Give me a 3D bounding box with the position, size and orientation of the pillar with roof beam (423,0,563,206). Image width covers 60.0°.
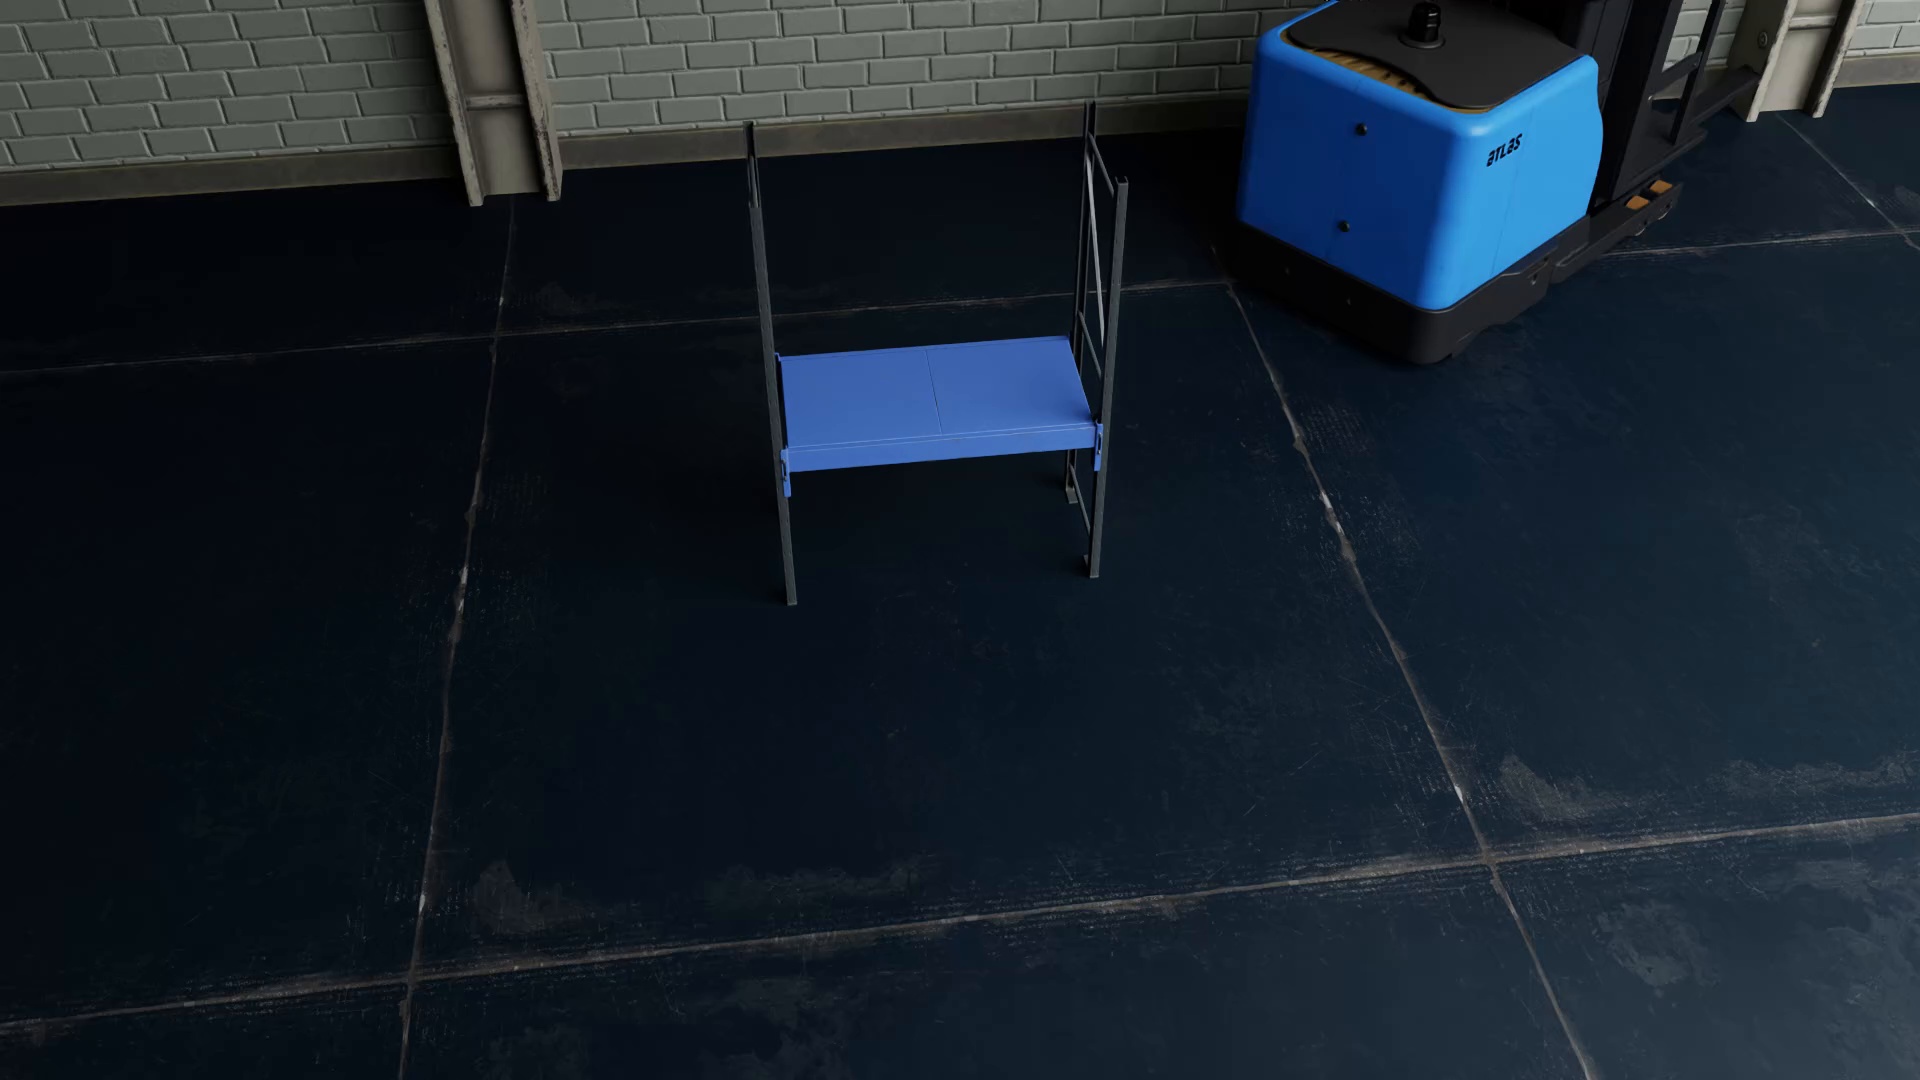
[{"bbox_3d":[-1.449,-2.086,1.344,0.400,9.000,9.100,-5,42,-6],"label":"pillar with roof beam"}]

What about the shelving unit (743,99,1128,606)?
[{"bbox_3d":[-0.085,-0.550,5.239,1.048,1.500,0.538,-5,42,-6],"label":"shelving unit"}]

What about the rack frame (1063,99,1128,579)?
[{"bbox_3d":[0.419,-0.594,5.288,0.032,1.500,0.500,-5,42,-6],"label":"rack frame"}]

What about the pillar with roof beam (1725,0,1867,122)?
[{"bbox_3d":[4.501,-2.607,1.921,0.400,9.000,9.100,-5,42,-6],"label":"pillar with roof beam"}]

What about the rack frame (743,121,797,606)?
[{"bbox_3d":[-0.589,-0.505,5.191,0.032,1.500,0.500,-5,42,-6],"label":"rack frame"}]

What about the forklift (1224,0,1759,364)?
[{"bbox_3d":[2.515,-2.635,6.483,3.031,2.935,1.130,-33,51,-31],"label":"forklift"}]

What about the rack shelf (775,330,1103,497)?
[{"bbox_3d":[-0.085,-0.416,5.360,1.000,0.185,0.538,-5,42,-6],"label":"rack shelf"}]
